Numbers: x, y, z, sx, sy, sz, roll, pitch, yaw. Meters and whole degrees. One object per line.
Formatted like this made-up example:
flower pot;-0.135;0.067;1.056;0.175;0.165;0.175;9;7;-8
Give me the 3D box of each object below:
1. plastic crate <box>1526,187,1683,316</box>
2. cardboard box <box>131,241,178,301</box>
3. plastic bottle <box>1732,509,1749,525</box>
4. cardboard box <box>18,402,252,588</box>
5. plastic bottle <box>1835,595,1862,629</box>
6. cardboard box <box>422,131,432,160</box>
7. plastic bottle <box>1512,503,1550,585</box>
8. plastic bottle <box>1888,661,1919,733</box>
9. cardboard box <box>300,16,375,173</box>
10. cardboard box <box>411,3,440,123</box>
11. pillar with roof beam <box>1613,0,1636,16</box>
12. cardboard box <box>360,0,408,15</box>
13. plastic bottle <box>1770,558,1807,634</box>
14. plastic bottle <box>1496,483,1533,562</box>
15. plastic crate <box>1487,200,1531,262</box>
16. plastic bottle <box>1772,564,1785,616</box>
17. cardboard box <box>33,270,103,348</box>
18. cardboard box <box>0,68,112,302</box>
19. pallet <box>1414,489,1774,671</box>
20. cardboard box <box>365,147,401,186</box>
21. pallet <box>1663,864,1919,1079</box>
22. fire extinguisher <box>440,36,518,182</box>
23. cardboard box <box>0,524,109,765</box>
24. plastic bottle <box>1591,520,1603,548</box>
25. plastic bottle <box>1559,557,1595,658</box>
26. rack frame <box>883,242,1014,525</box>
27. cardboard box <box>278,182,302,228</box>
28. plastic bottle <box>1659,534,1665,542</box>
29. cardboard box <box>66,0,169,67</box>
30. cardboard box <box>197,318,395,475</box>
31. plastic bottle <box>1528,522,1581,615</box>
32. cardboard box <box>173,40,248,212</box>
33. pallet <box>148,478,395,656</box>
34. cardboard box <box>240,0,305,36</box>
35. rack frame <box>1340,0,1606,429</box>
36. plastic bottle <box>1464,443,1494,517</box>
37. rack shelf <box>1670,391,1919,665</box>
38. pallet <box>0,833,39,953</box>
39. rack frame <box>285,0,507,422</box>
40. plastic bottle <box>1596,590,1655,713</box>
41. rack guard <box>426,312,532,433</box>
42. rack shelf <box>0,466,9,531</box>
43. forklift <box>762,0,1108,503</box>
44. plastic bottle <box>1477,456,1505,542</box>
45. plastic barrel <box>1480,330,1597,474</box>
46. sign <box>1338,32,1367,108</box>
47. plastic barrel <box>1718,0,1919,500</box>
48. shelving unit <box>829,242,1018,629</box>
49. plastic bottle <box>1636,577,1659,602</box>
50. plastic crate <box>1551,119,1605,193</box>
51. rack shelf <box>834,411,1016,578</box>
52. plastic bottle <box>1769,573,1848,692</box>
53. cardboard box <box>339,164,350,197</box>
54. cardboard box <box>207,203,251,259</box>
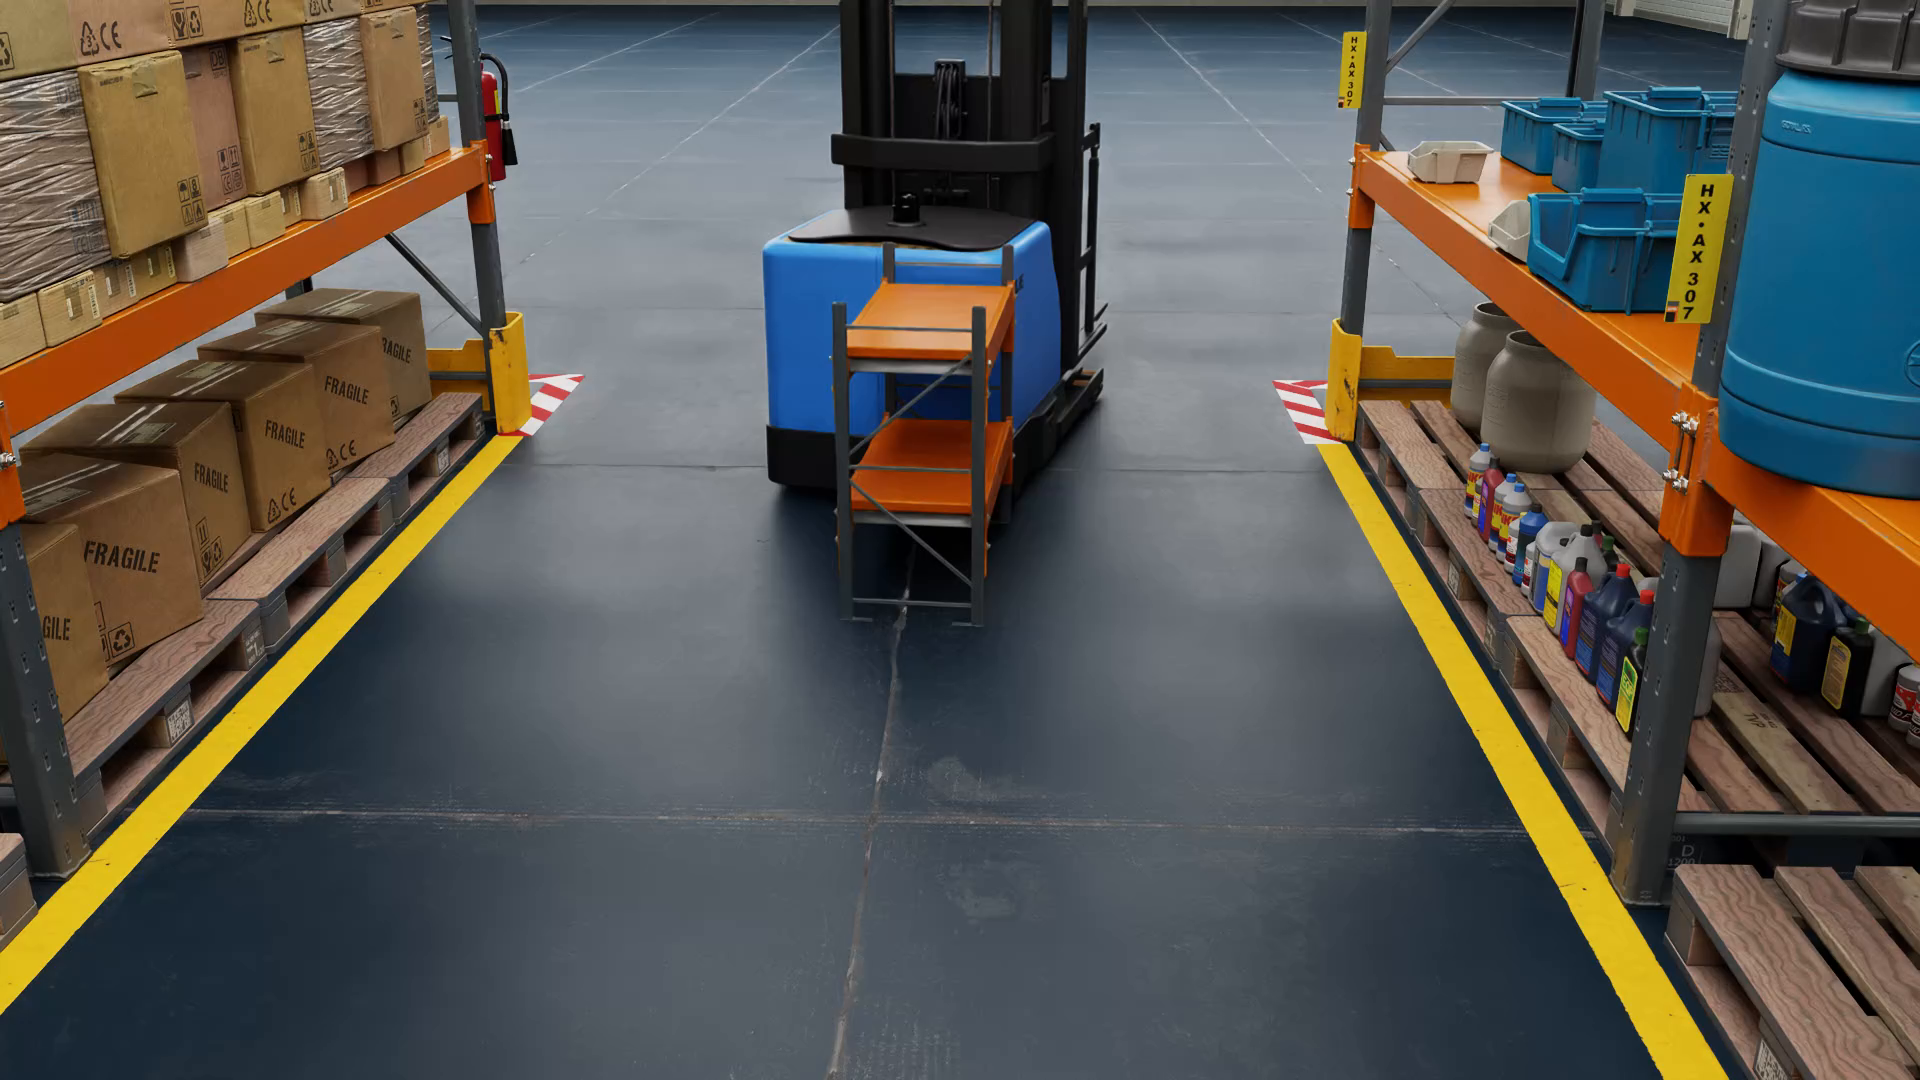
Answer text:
plastic crate;1.925;-0.829;4.723;0.499;0.251;0.616;1;21;2
cardboard box;-2.482;-0.778;4.735;0.380;0.149;0.250;1;21;2
plastic bottle;2.626;-0.041;5.543;0.144;0.351;0.185;2;21;4
cardboard box;-2.785;-0.156;5.660;0.500;0.500;0.500;-1;21;-3
plastic bottle;2.602;0.248;4.797;0.144;0.351;0.185;1;21;3
cardboard box;-2.477;-1.683;7.066;0.380;0.149;0.250;1;21;2
plastic bottle;1.898;0.011;5.516;0.097;0.271;0.097;0;21;0
plastic bottle;2.617;0.421;4.558;0.097;0.201;0.097;0;21;0
cardboard box;-2.664;-1.620;6.007;0.875;0.500;0.500;1;21;2
cardboard box;-2.710;-1.982;6.941;0.875;0.500;0.500;1;21;2
pillar with roof beam;9.640;-15.261;33.419;9.100;9.000;0.400;1;21;2
cardboard box;-2.445;-2.264;6.287;0.500;0.500;0.500;1;21;2
plastic bottle;2.575;0.163;5.126;0.097;0.271;0.097;0;21;0
plastic bottle;1.904;-0.062;5.705;0.097;0.271;0.097;0;21;0
plastic crate;1.959;-0.962;5.225;0.530;0.136;0.437;1;21;2
plastic bottle;2.640;0.147;5.263;0.097;0.201;0.097;0;21;0
cardboard box;-2.460;-0.597;4.268;0.380;0.149;0.250;1;21;2
cardboard box;-2.712;-0.897;4.143;0.875;0.500;0.500;1;21;2
pallet;2.259;0.121;5.926;1.003;0.211;1.213;1;21;2
cardboard box;-2.456;-1.501;6.599;0.380;0.149;0.250;1;21;2
pallet;2.178;1.090;3.429;1.003;0.211;1.213;1;21;2
fire extinguisher;-2.202;-1.996;7.633;0.296;0.674;0.183;1;21;2
cardboard box;-2.736;0.276;4.546;0.500;0.500;0.500;0;21;0
plastic bottle;2.025;0.087;5.306;0.061;0.283;0.133;1;21;2
plastic bottle;1.863;0.202;5.009;0.061;0.283;0.133;2;21;5
rack frame;-0.045;-0.600;6.520;0.500;1.125;0.032;2;21;6
cardboard box;-2.486;-1.140;5.667;0.380;0.149;0.250;1;21;2
plastic bottle;2.525;-0.121;5.841;0.061;0.283;0.133;1;21;2
cardboard box;-2.506;-1.541;4.423;0.500;0.500;0.500;1;21;2
cardboard box;-2.686;-0.584;6.762;0.500;0.500;0.500;6;22;16
plastic bottle;1.919;0.089;5.310;0.152;0.276;0.135;1;21;3
cardboard box;-2.747;-1.259;5.077;0.875;0.500;0.500;1;21;2
pallet;-2.768;0.065;6.069;1.003;0.211;1.213;1;21;2
cardboard box;-2.486;-1.903;5.355;0.500;0.500;0.500;1;21;2
rack frame;2.285;-1.941;7.385;1.000;3.000;0.127;1;21;2
plastic bottle;1.918;-0.222;6.118;0.097;0.271;0.097;0;21;0
rack shelf;2.102;0.564;1.924;1.077;0.370;4.000;1;21;2
pallet;-2.810;1.032;3.577;1.003;0.211;1.213;1;21;2
rack frame;-2.666;-1.995;7.525;1.000;3.000;0.127;1;21;2
plastic bottle;1.894;0.299;4.665;0.144;0.351;0.185;0;21;0
rack guard;-2.668;-0.803;7.906;1.175;0.500;0.348;1;21;2
rack shelf;-2.849;0.509;2.064;1.077;0.370;4.000;1;21;2
forklift;0.088;-2.015;7.670;1.130;2.935;3.031;6;22;15
plastic bottle;1.893;-0.146;5.905;0.061;0.283;0.133;1;21;3
plastic barrel;2.326;-0.557;6.676;0.421;0.512;0.421;0;21;0
sign;1.735;-2.078;7.354;0.100;0.325;0.005;1;21;2
plastic barrel;1.848;-0.592;3.215;0.600;0.901;0.708;1;21;2
shelving unit;-0.105;-0.417;6.049;0.538;1.125;1.048;2;21;6
plastic bottle;2.049;0.257;4.877;0.152;0.276;0.135;1;21;2
plastic crate;2.543;-1.453;6.332;0.499;0.251;0.408;1;21;2
rack shelf;-0.105;-0.189;6.138;0.538;0.278;1.000;2;21;6
plastic bottle;2.458;0.246;4.801;0.144;0.351;0.185;1;21;2
cardboard box;-2.490;-1.321;6.134;0.380;0.149;0.250;1;21;2
cardboard box;-2.467;-0.959;5.200;0.380;0.149;0.250;1;21;2
